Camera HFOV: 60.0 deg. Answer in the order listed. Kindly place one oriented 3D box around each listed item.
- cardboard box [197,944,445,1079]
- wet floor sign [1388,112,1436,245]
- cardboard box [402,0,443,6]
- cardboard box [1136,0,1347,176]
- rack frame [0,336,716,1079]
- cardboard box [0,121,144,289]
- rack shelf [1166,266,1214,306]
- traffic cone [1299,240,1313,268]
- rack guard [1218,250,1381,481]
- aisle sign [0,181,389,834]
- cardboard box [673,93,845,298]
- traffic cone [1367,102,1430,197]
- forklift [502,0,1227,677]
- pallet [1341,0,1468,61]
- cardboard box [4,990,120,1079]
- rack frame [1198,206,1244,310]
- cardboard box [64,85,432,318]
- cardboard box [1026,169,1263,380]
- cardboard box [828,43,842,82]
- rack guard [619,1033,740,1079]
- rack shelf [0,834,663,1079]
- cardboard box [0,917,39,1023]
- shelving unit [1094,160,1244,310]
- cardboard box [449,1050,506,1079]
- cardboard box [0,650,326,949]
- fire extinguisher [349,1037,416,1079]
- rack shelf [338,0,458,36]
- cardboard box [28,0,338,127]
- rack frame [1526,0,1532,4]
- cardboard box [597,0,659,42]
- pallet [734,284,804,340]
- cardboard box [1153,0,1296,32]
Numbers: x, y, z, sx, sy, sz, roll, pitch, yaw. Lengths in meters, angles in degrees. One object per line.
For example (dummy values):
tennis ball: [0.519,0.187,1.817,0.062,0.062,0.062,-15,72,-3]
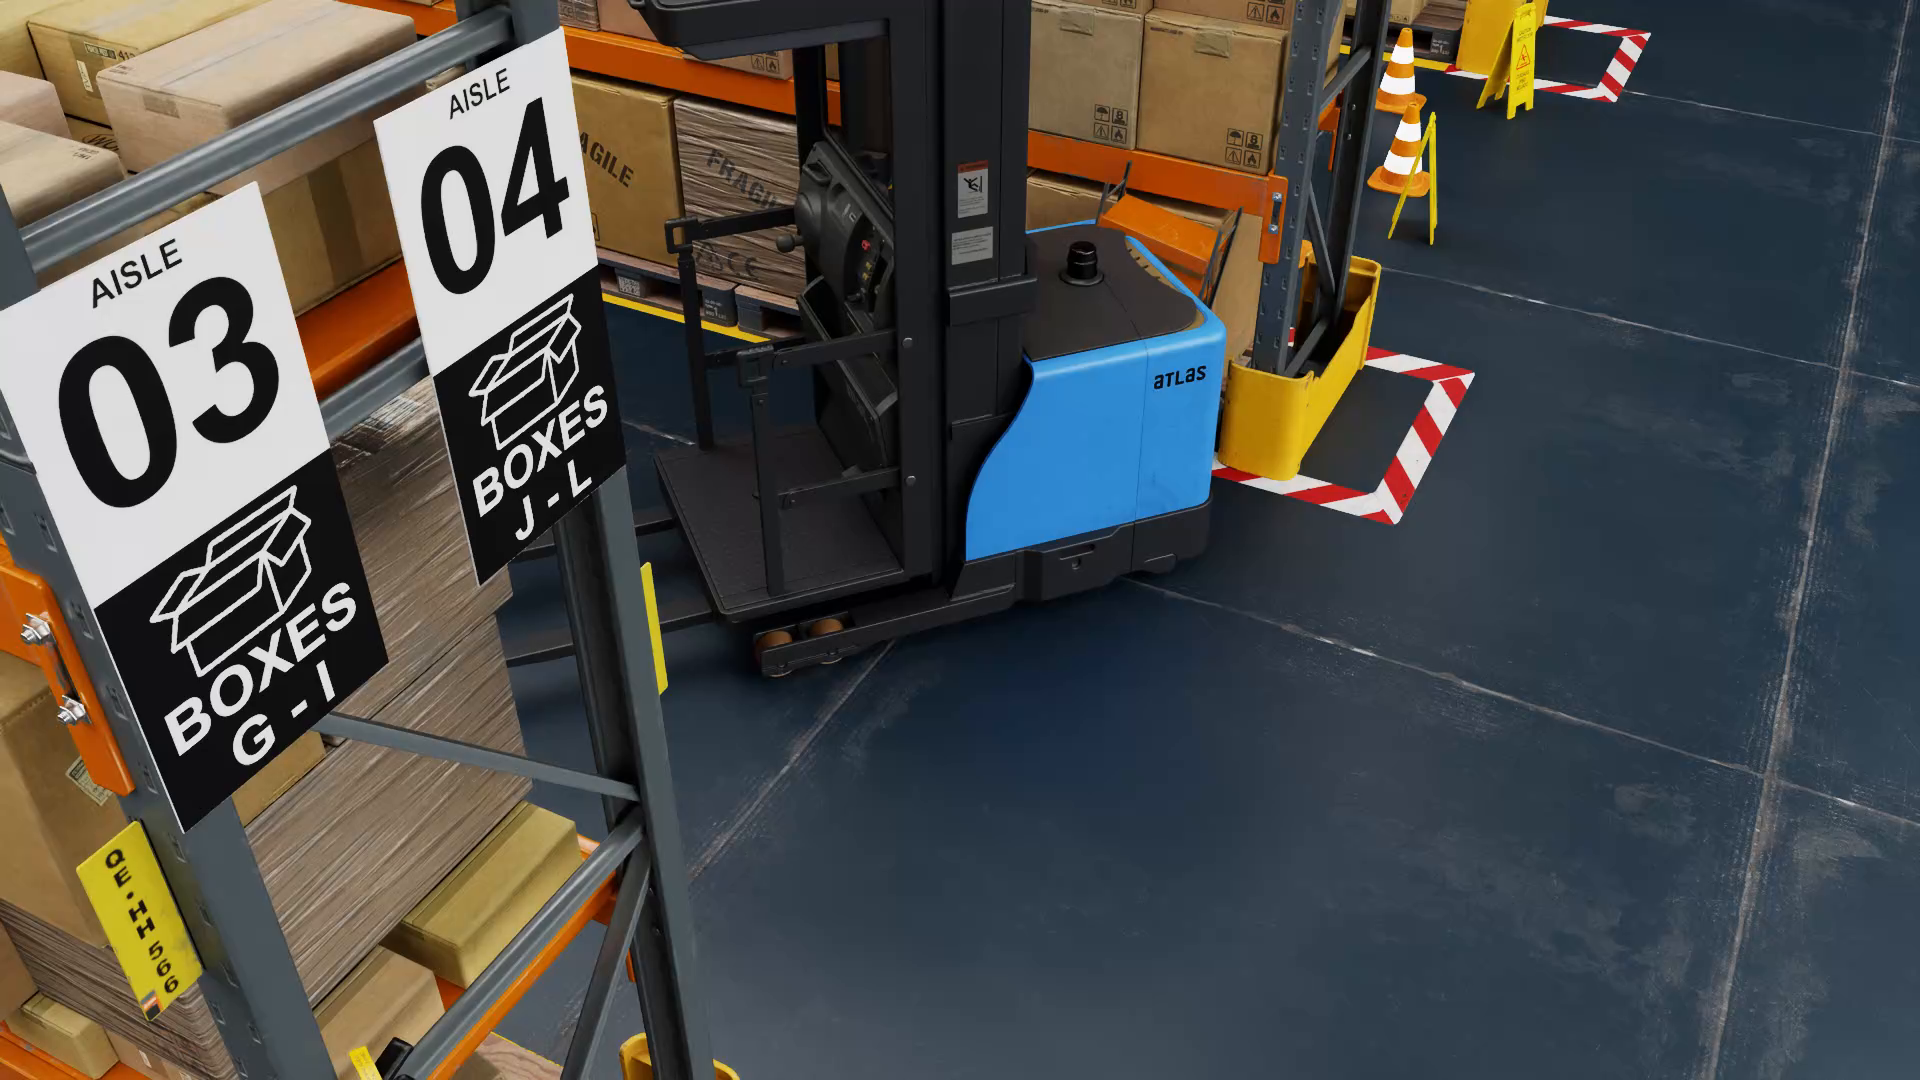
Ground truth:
cardboard box: [-1.224,0.966,3.204,0.250,0.149,0.380,17,41,21]
wet floor sign: [2.431,-1.918,8.742,0.232,0.644,0.267,11,38,14]
cardboard box: [-2.643,-2.954,8.078,0.500,0.500,0.500,17,40,21]
cardboard box: [1.145,-1.939,6.699,0.550,0.550,0.875,17,41,21]
rack frame: [-0.876,0.835,3.170,0.127,3.000,1.000,17,41,21]
cardboard box: [-1.266,-0.369,2.069,0.250,0.149,0.380,17,41,21]
rack shelf: [0.766,-1.022,6.787,0.480,0.148,0.258,26,43,15]
traffic cone: [1.676,-1.700,8.607,0.334,0.463,0.336,17,41,21]
rack guard: [1.516,-0.798,7.388,0.348,0.500,1.175,17,41,21]
aisle sign: [-0.959,-0.023,2.149,0.004,0.787,0.394,17,41,21]
cardboard box: [-0.729,-1.772,8.014,0.875,0.875,0.875,18,41,22]
traffic cone: [2.498,-2.212,9.281,0.334,0.463,0.336,17,41,21]
forklift: [-0.586,-1.030,5.683,3.031,2.935,1.130,-13,39,-17]
pallet: [2.909,-3.641,11.372,1.213,0.211,1.003,17,41,21]
cardboard box: [-1.691,0.854,3.351,0.250,0.149,0.380,17,41,21]
rack frame: [0.952,-0.803,6.828,0.015,1.200,0.240,26,43,15]
cardboard box: [-1.185,-0.573,2.667,0.500,0.250,0.500,19,41,23]
cardboard box: [0.862,-1.274,7.358,0.875,0.875,0.875,18,41,22]
cardboard box: [-0.283,-2.428,7.344,0.500,0.550,0.875,17,41,21]
rack guard: [-0.943,1.809,3.953,0.348,0.500,1.175,17,41,21]
rack shelf: [-2.652,0.565,4.120,4.000,0.370,1.077,17,41,21]
cardboard box: [-1.851,0.434,3.369,0.500,0.500,0.875,17,41,21]
shelving unit: [0.740,-0.907,6.890,0.503,1.200,0.258,26,43,15]
cardboard box: [-1.423,1.480,4.039,0.500,0.500,0.500,25,44,29]
cardboard box: [-1.478,0.258,2.774,0.500,0.500,0.500,17,41,21]
fire extinguisher: [-0.986,1.145,2.825,0.183,0.674,0.296,17,41,21]
rack shelf: [-3.833,-3.182,9.056,4.000,0.370,1.077,17,41,21]
cardboard box: [-1.200,-0.784,2.615,0.250,0.149,0.380,18,41,22]
rack frame: [3.682,-4.486,10.179,0.127,3.000,1.000,17,41,21]
cardboard box: [-1.225,-2.735,7.749,0.550,0.550,0.875,17,41,21]
pallet: [-0.330,-1.210,8.169,1.213,0.211,1.003,17,41,21]
cardboard box: [1.183,-2.414,6.432,0.550,0.550,0.875,17,41,21]
